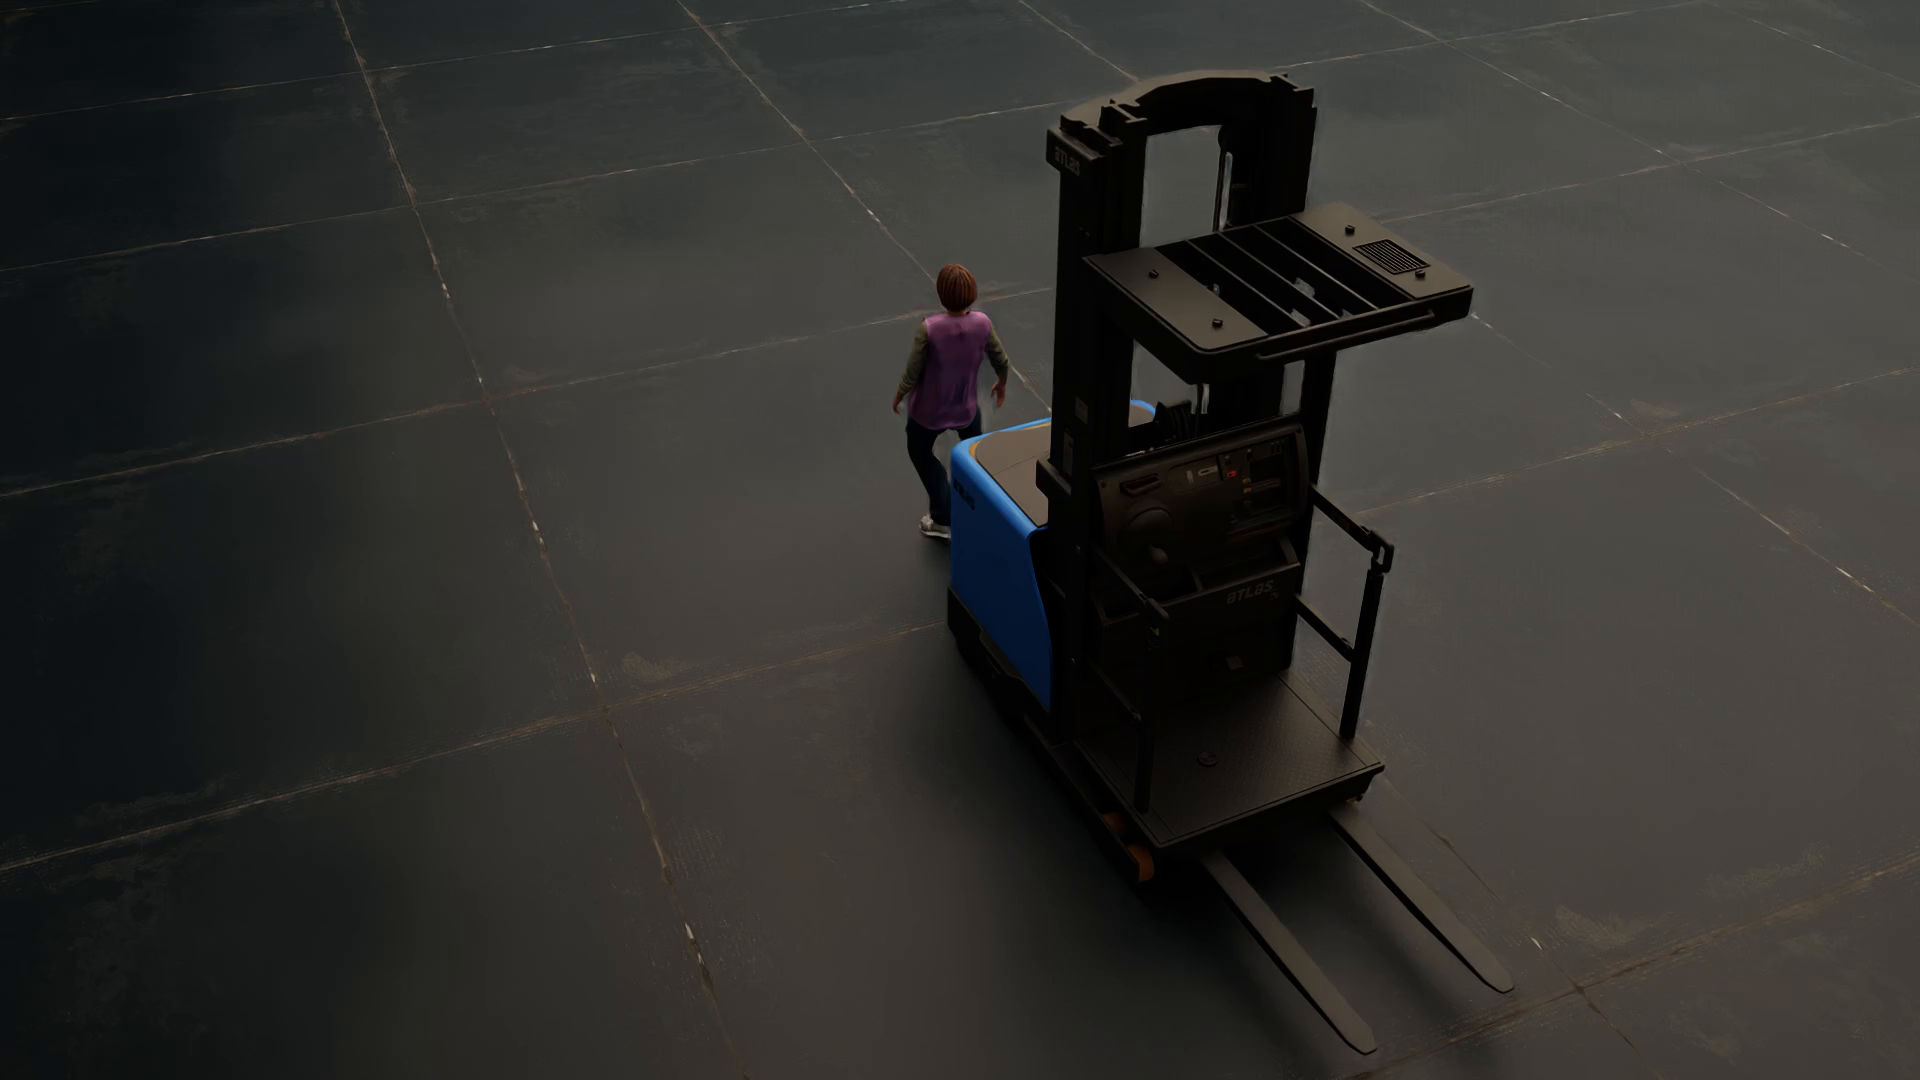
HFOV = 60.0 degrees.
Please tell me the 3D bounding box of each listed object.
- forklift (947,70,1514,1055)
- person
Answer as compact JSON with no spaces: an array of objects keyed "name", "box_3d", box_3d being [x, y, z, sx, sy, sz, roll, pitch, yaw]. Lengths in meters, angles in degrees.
[{"name":"forklift","box_3d":[1.037,-0.108,6.250,1.130,2.935,3.031,-16,38,-21]},{"name":"person","box_3d":[-0.042,-0.712,8.306,0.600,1.526,0.487,-12,37,-16]}]
